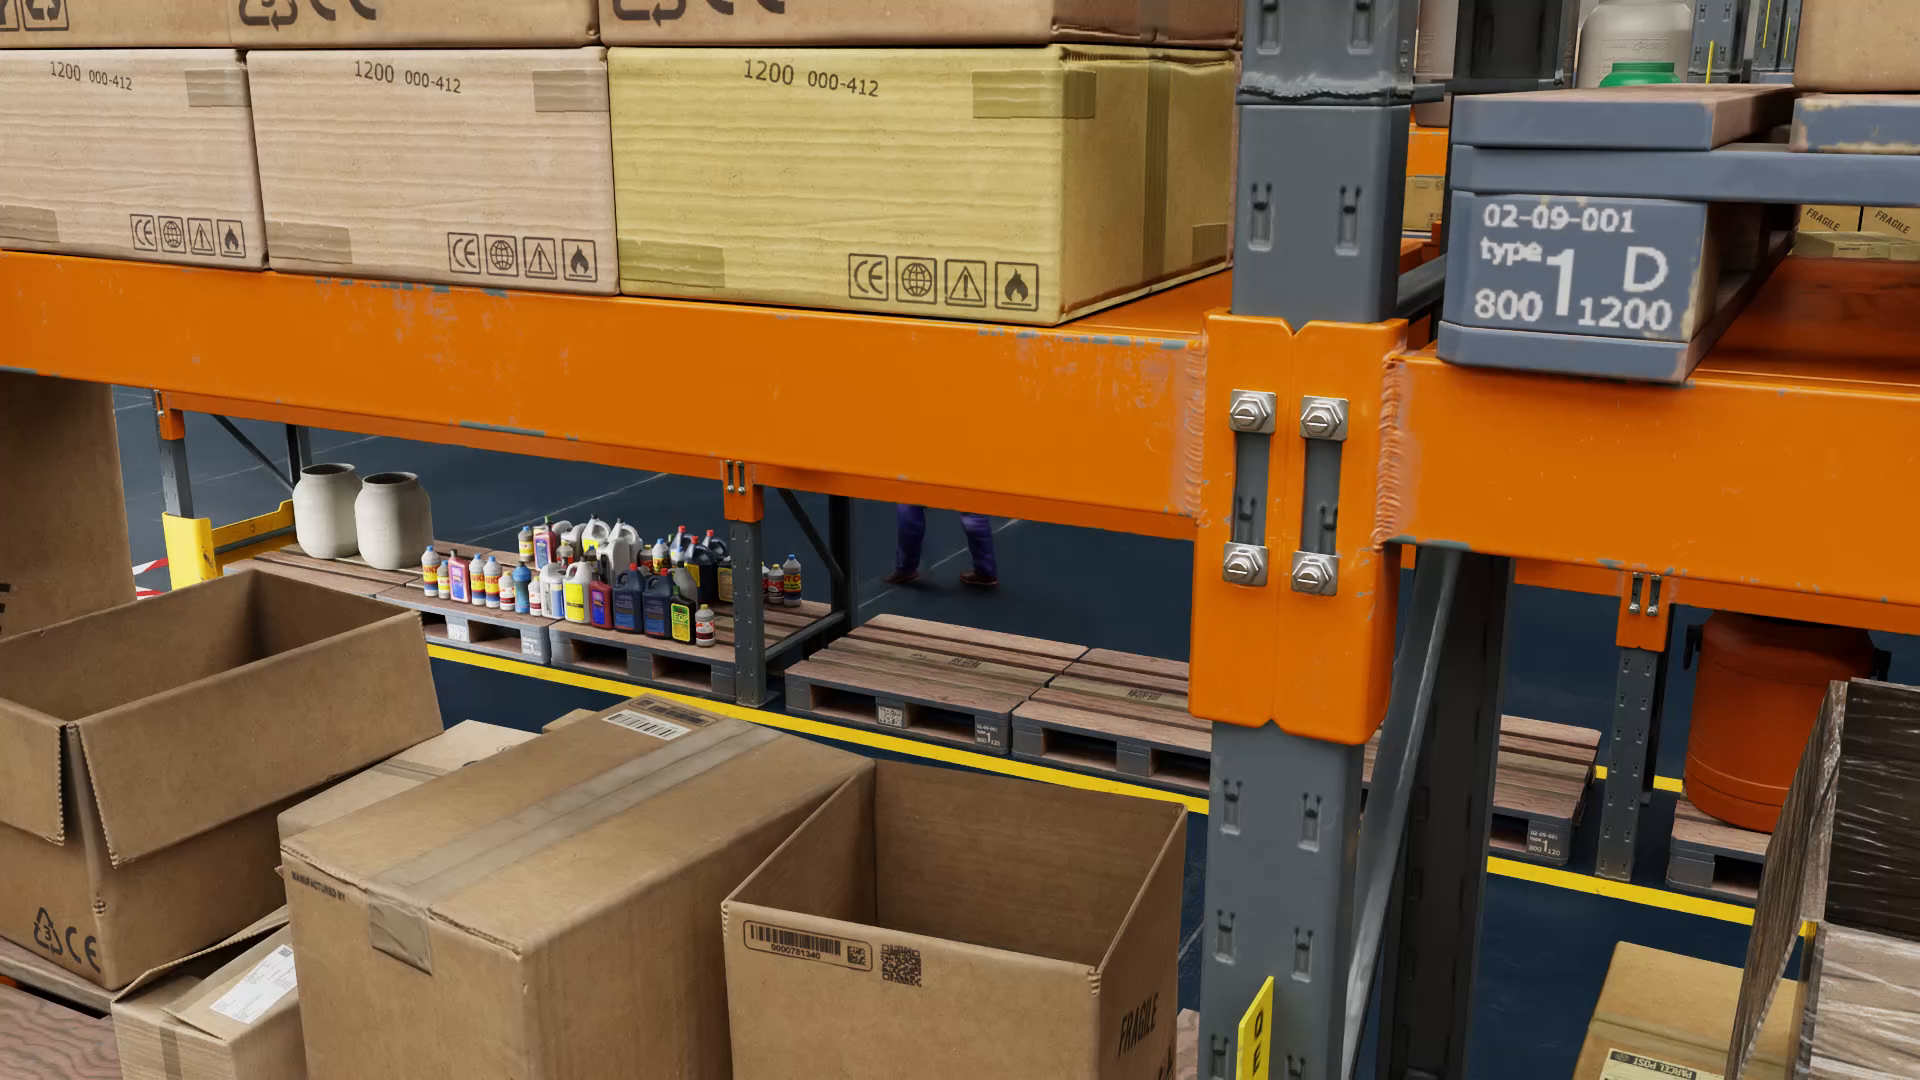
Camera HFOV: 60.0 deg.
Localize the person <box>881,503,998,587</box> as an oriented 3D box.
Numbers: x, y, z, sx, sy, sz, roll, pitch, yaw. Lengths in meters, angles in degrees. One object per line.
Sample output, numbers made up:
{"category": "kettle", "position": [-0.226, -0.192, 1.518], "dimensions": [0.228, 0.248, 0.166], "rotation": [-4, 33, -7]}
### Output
{"category": "person", "position": [-0.140, -0.494, 9.859], "dimensions": [0.724, 1.676, 0.618], "rotation": [15, 22, 43]}
